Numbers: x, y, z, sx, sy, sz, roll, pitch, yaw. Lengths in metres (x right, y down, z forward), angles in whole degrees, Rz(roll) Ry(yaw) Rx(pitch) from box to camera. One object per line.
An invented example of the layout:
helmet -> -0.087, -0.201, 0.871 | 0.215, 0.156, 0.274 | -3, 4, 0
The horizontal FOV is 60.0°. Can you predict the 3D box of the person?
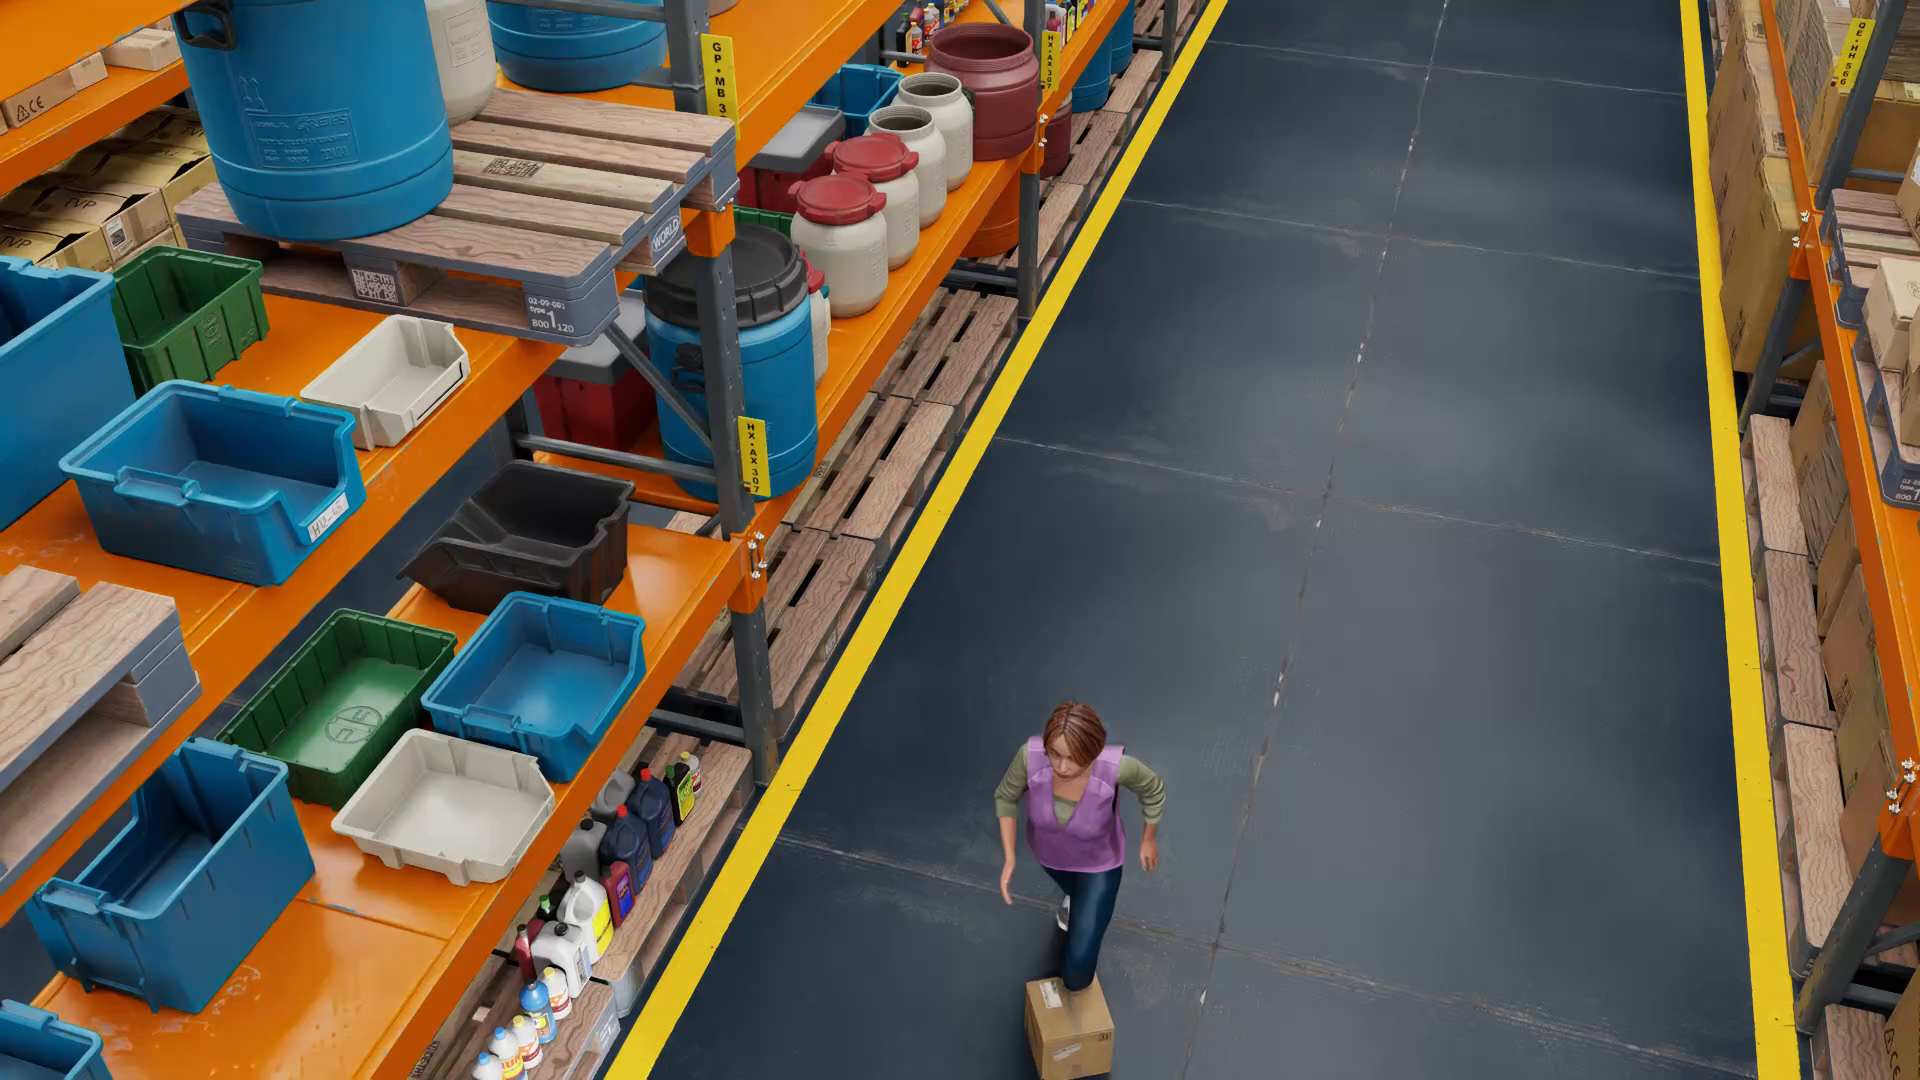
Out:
person -> 0.410, 1.009, 5.632 | 0.529, 1.514, 0.858 | 16, 40, 19
